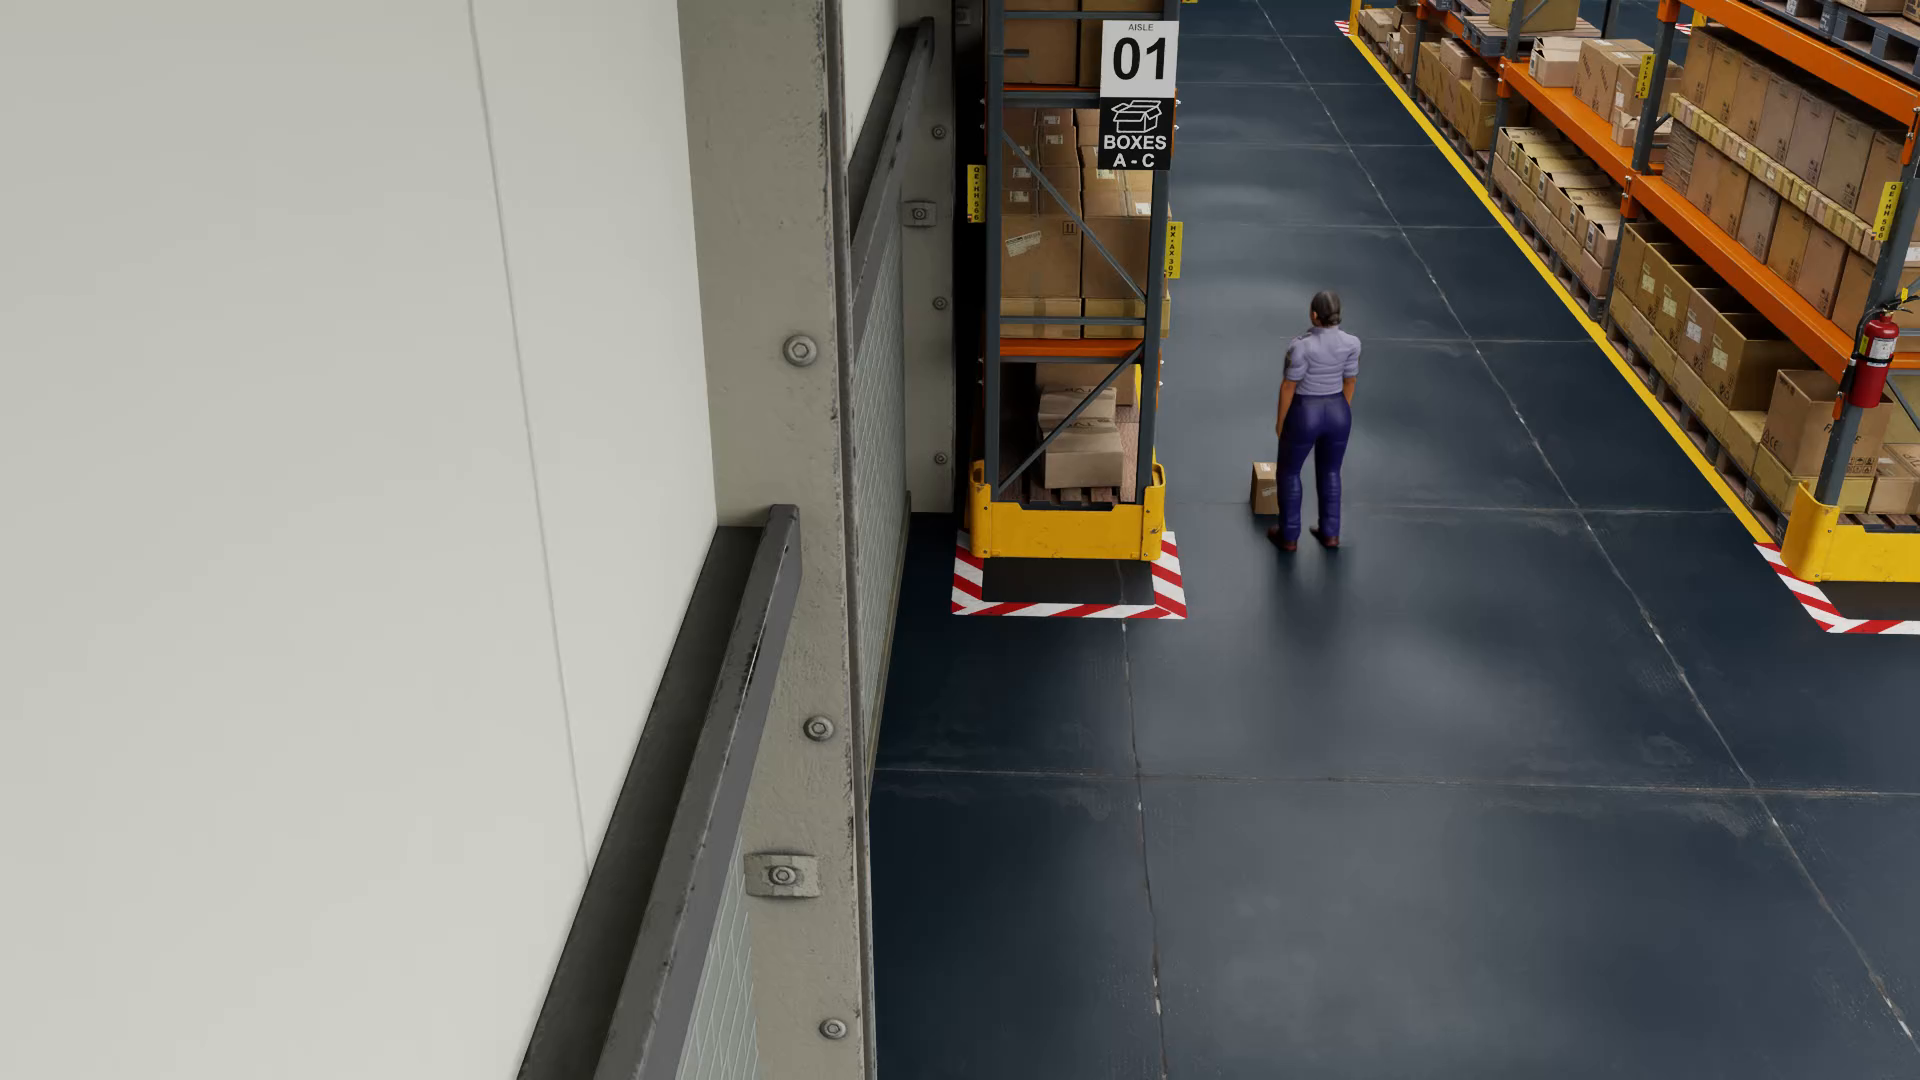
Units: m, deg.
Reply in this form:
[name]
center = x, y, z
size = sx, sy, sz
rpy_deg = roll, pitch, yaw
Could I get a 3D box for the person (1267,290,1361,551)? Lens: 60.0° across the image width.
[person]
center = 2.115, -0.716, 10.000
size = 0.468, 1.660, 0.342
rpy_deg = -6, 29, -11
